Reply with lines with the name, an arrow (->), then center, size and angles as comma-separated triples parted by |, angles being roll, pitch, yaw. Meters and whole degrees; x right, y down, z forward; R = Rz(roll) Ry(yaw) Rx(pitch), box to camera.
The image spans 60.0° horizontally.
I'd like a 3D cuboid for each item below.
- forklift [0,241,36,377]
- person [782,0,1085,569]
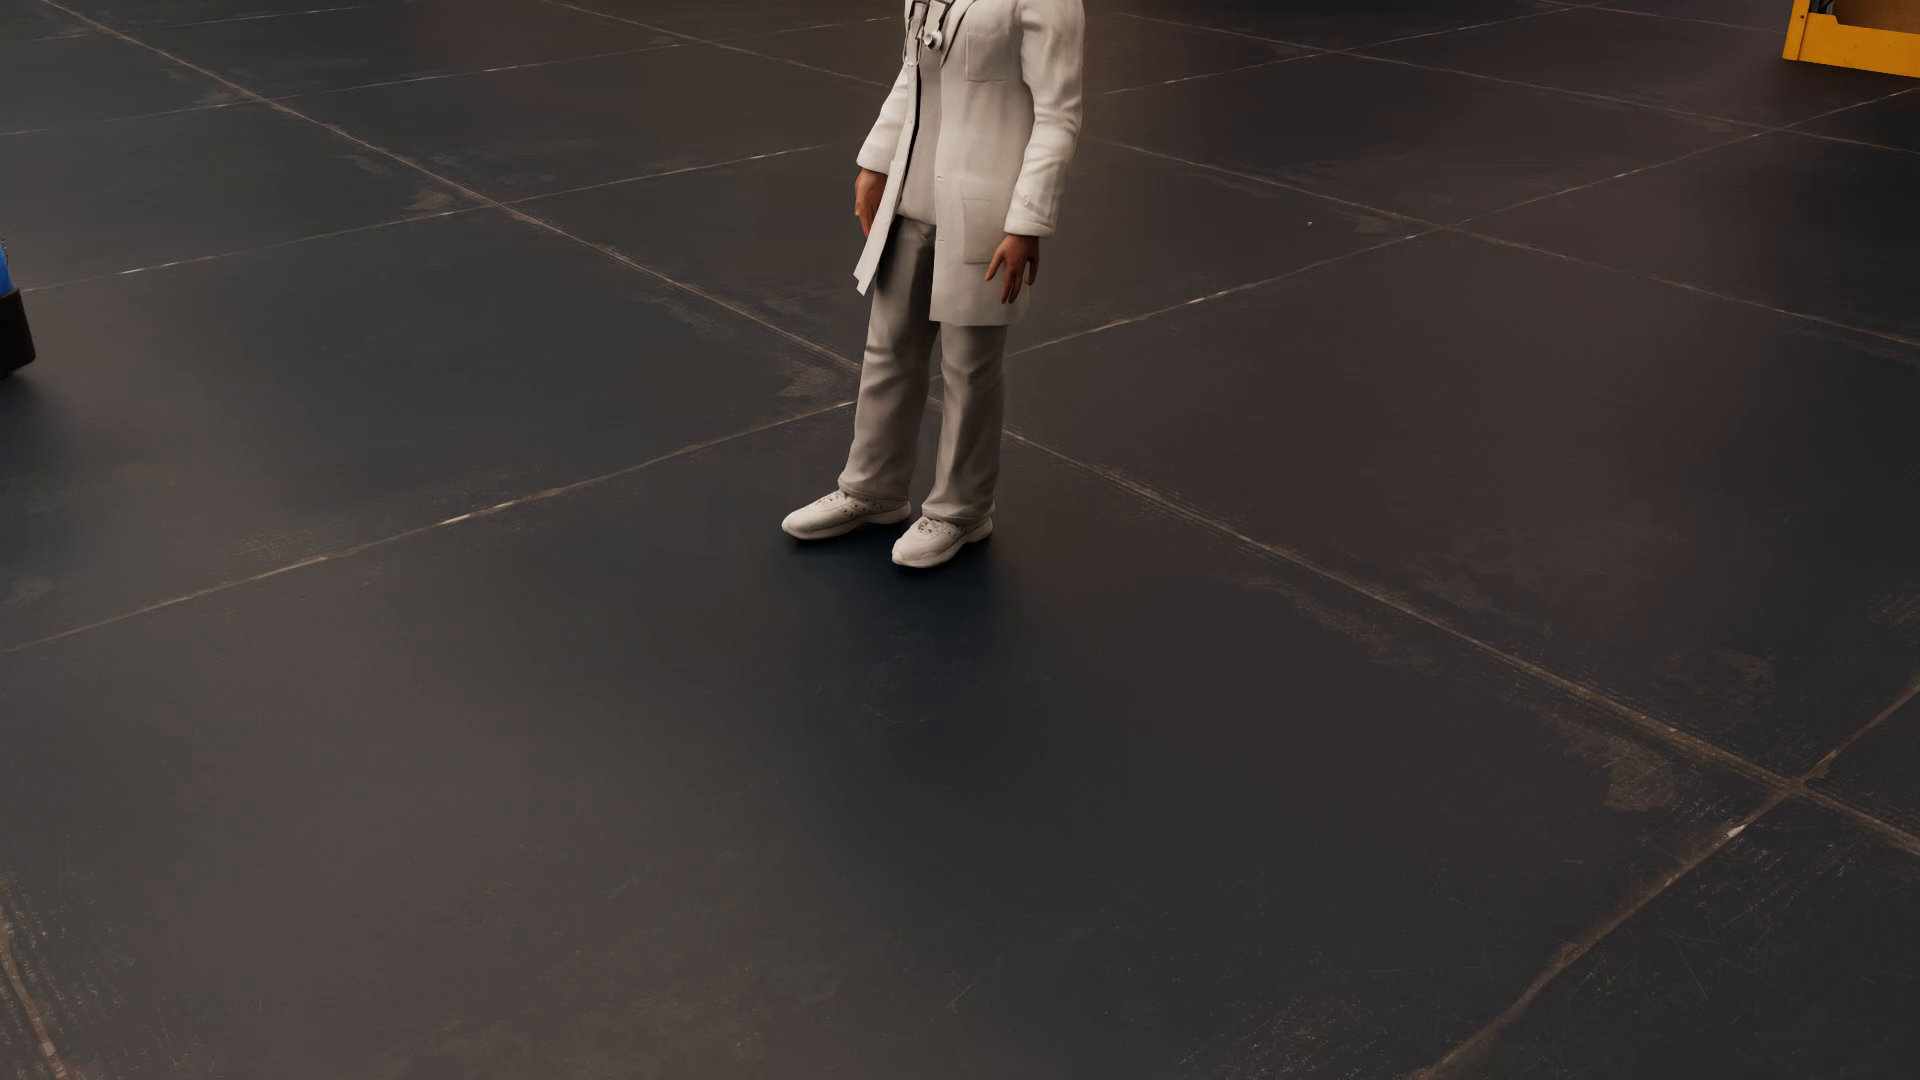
forklift -> -4.660, -1.805, 4.842 | 3.031, 2.935, 1.130 | 6, 27, 12
person -> -0.073, -0.778, 4.053 | 0.578, 1.777, 0.698 | -20, 33, -35
